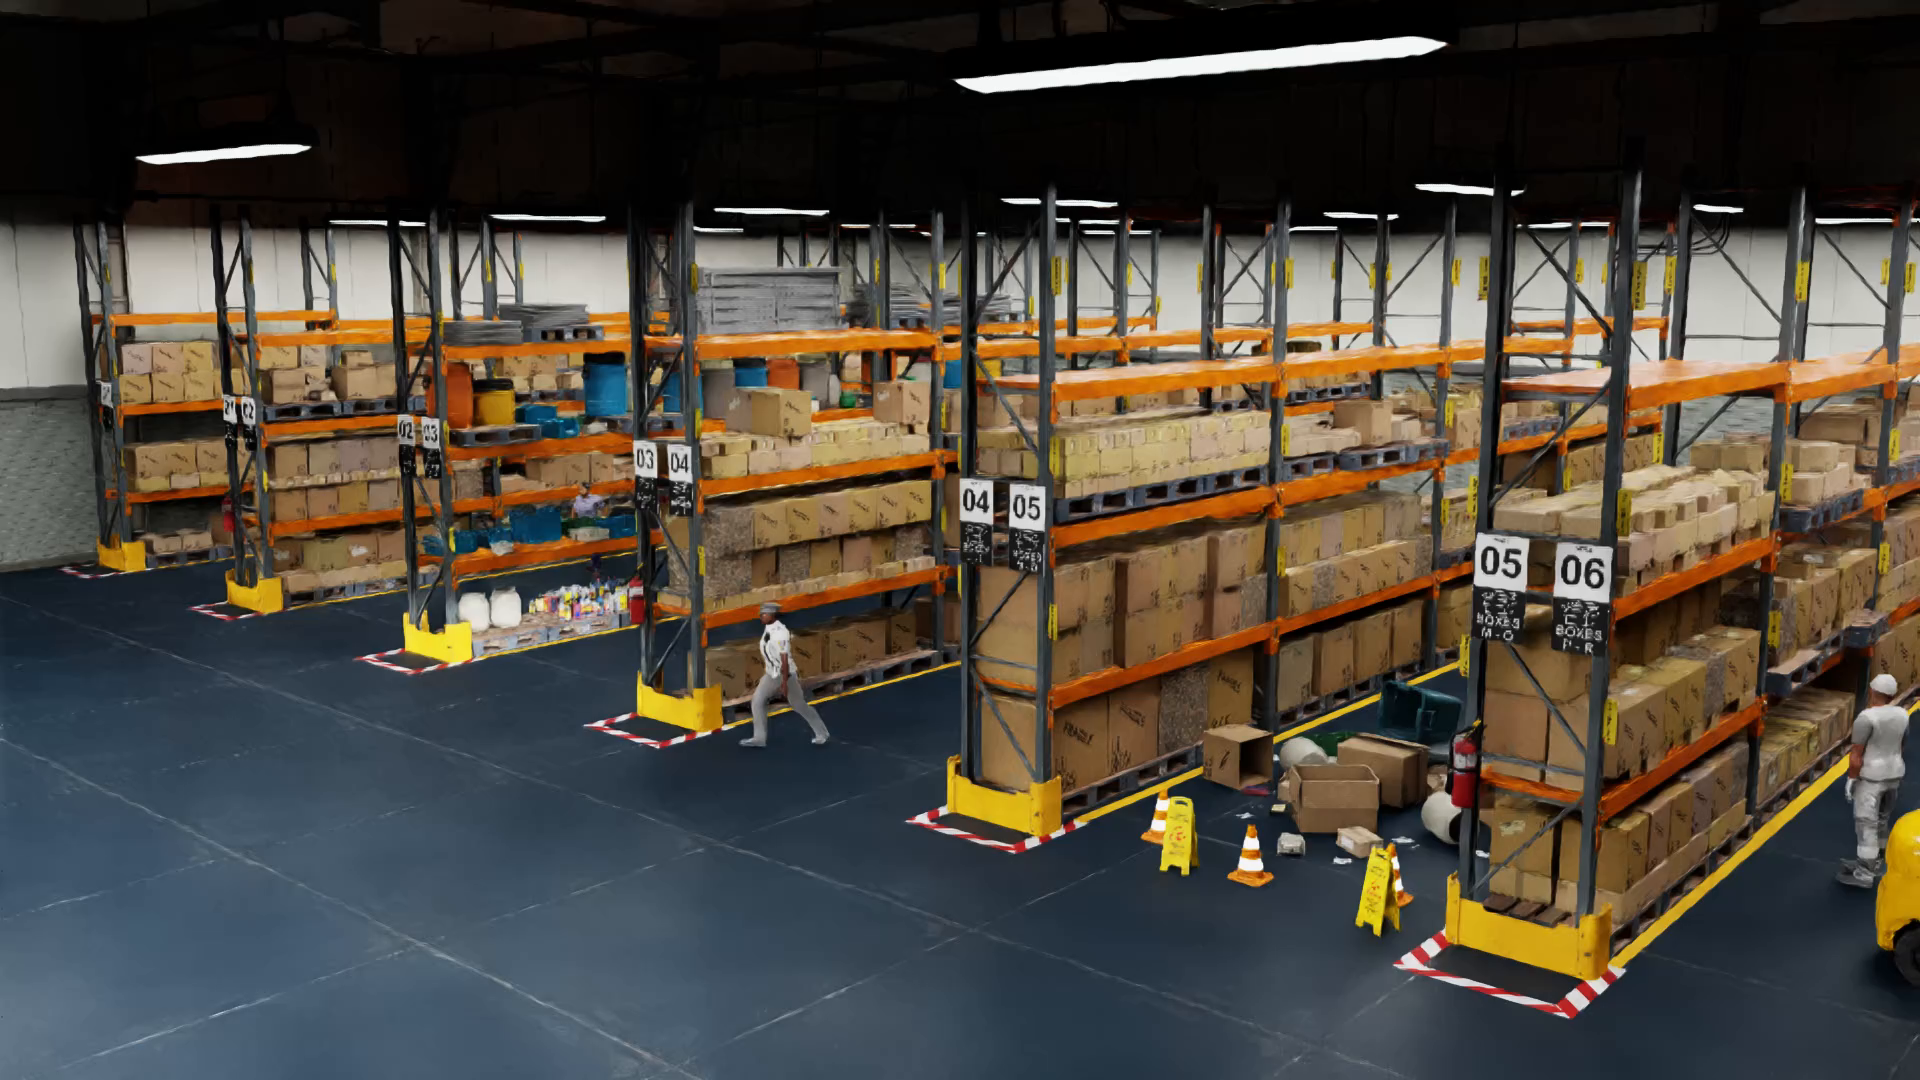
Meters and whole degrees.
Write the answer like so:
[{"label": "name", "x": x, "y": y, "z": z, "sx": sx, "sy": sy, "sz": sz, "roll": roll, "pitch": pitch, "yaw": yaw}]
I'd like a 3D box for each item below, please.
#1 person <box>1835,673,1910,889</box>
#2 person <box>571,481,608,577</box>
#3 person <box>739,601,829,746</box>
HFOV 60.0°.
[{"label": "person", "x": 7.603, "y": 1.980, "z": 13.917, "sx": 0.608, "sy": 1.787, "sz": 0.489, "roll": -3, "pitch": 10, "yaw": -18}, {"label": "person", "x": -6.136, "y": -0.219, "z": 27.795, "sx": 0.647, "sy": 1.563, "sz": 0.821, "roll": 4, "pitch": 10, "yaw": 23}, {"label": "person", "x": -1.883, "y": 1.428, "z": 17.822, "sx": 0.934, "sy": 1.610, "sz": 0.505, "roll": -5, "pitch": 11, "yaw": -27}]
